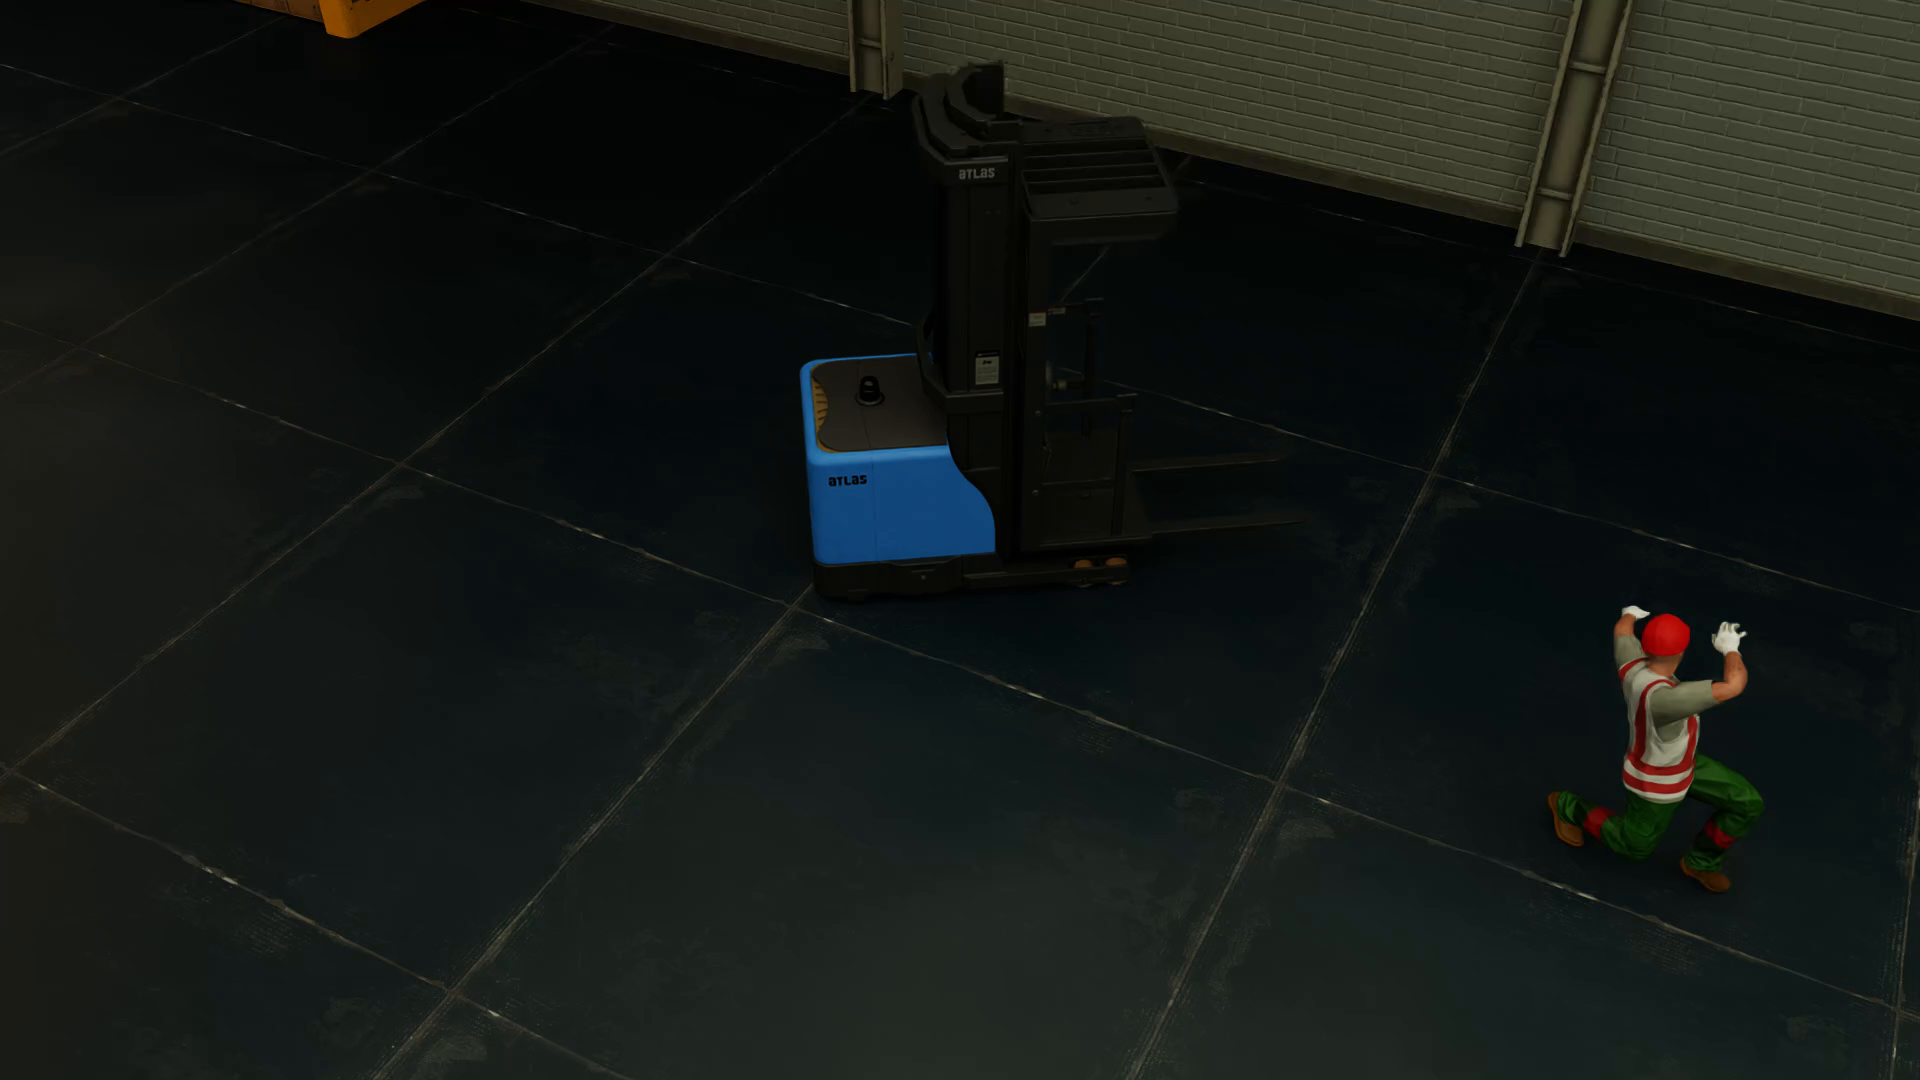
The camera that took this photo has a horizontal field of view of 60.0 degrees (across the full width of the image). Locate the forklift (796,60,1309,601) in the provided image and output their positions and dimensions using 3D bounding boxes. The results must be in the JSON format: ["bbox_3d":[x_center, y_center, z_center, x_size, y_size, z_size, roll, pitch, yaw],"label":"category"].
[{"bbox_3d":[0.573,-1.173,9.379,3.031,2.935,1.130,-4,40,-5],"label":"forklift"}]

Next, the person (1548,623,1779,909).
[{"bbox_3d":[3.492,0.941,7.989,1.009,1.477,0.915,18,43,20],"label":"person"}]
